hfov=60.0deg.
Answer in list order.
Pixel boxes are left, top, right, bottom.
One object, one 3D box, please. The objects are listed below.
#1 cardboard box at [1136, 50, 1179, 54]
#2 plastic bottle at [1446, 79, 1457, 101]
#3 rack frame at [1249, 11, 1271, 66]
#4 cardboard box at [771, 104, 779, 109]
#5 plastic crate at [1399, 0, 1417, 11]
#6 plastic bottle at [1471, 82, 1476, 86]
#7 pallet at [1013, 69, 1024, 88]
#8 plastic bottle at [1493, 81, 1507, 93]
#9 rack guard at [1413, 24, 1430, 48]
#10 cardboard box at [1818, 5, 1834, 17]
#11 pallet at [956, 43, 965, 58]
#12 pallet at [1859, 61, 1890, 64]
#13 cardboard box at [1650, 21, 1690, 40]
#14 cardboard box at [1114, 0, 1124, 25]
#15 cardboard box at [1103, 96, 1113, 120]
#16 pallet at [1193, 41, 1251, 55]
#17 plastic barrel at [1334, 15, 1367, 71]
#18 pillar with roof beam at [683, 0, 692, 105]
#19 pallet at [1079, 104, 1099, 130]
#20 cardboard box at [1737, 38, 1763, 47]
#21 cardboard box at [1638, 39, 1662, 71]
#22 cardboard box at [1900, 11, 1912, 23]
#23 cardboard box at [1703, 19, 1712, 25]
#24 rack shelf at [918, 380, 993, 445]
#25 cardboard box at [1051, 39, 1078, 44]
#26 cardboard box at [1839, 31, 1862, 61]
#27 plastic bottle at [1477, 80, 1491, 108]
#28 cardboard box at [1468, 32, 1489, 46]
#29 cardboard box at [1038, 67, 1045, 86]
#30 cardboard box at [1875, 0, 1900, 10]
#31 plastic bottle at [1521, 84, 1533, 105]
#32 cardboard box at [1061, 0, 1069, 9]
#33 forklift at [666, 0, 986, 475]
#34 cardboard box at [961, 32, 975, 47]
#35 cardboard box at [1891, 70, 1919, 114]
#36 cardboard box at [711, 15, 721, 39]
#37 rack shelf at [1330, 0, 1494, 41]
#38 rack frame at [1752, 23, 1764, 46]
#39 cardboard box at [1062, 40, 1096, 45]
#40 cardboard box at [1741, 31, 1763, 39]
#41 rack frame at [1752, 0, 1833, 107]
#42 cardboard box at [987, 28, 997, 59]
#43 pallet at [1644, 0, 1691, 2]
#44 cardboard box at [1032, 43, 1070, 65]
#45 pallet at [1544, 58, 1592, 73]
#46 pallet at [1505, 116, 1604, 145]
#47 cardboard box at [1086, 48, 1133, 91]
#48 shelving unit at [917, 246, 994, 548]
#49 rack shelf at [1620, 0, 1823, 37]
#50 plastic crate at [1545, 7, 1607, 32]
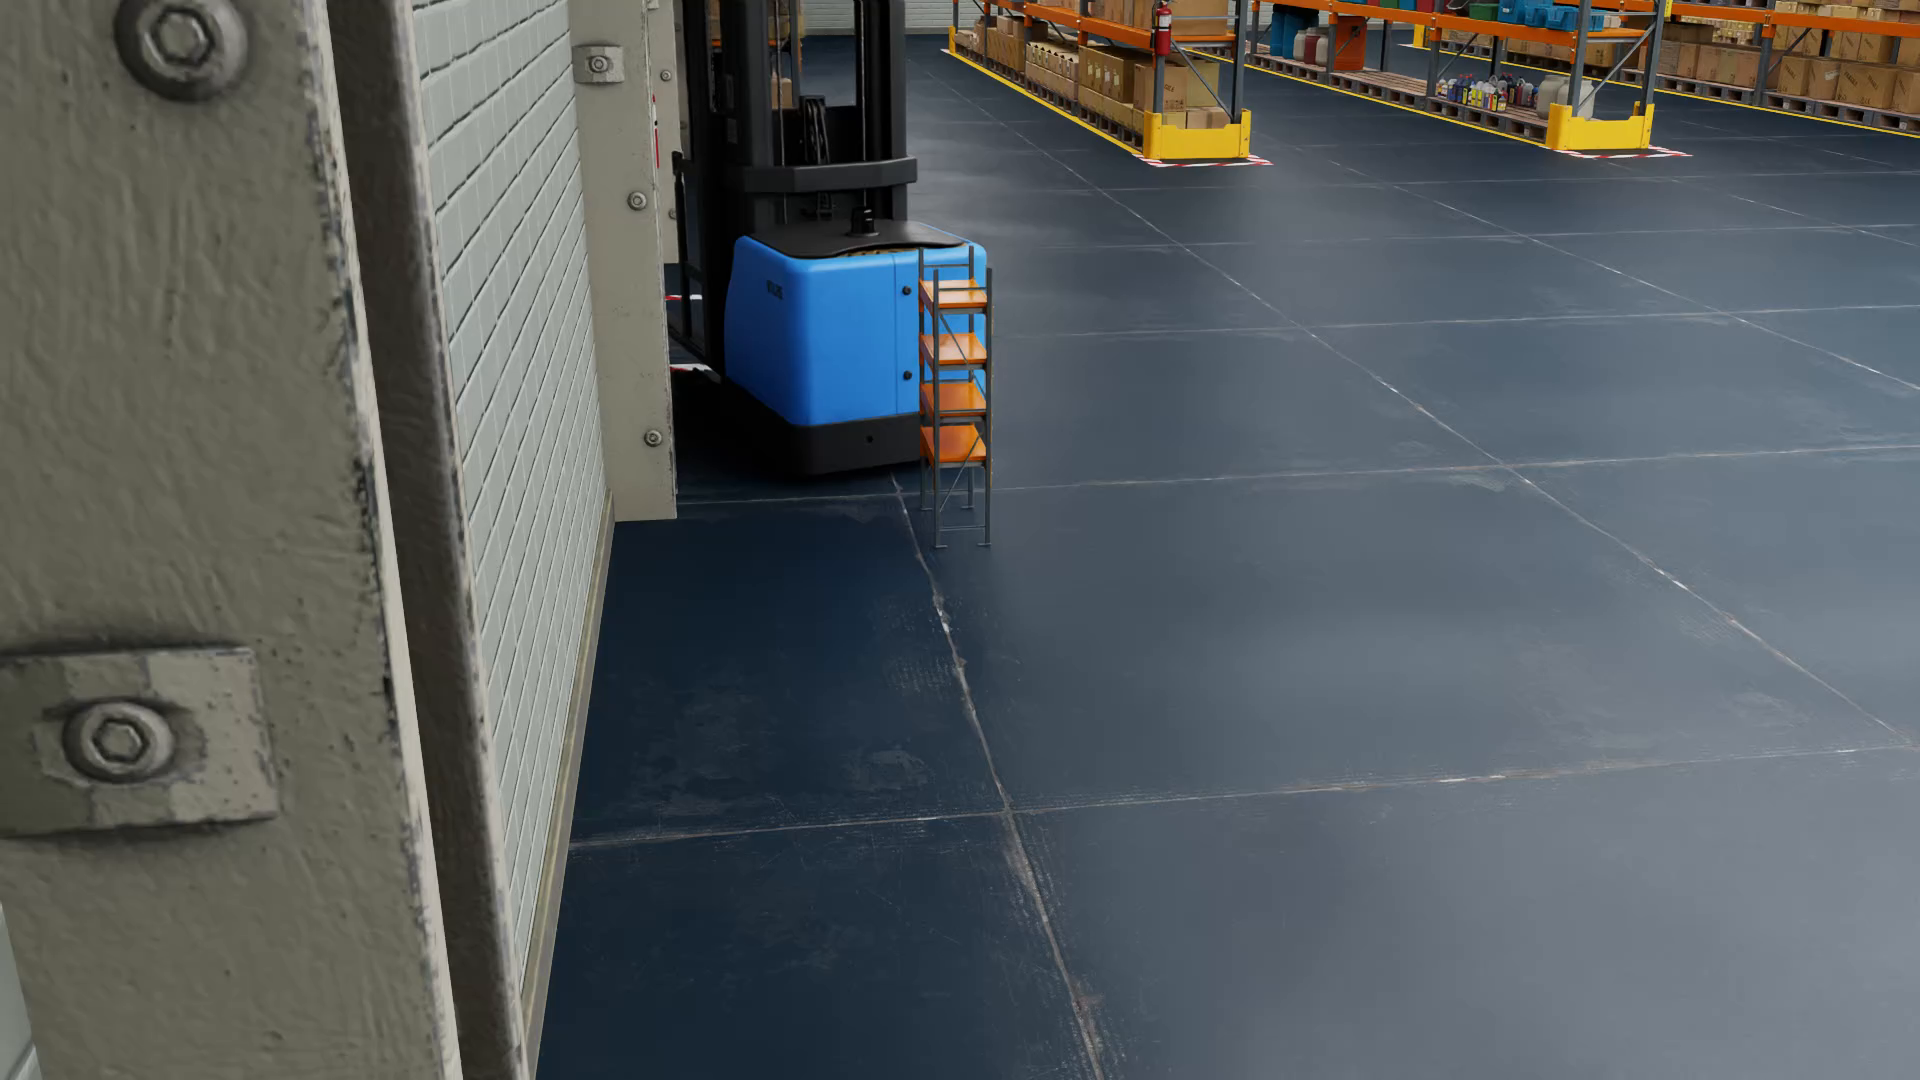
[{"bbox_3d":[2.515,-5.919,21.033,0.500,0.500,0.500,-3,21,-8],"label":"cardboard box"},{"bbox_3d":[6.683,-6.090,22.500,0.152,0.276,0.135,-2,21,-6],"label":"plastic bottle"},{"bbox_3d":[5.844,-10.173,30.167,1.000,3.000,0.127,-3,21,-8],"label":"rack frame"},{"bbox_3d":[-2.322,-4.907,19.281,0.500,0.311,0.500,-1,21,-3],"label":"cardboard box"},{"bbox_3d":[6.531,-7.762,23.734,0.392,0.384,0.575,-3,21,-8],"label":"plastic crate"},{"bbox_3d":[6.844,-5.987,22.229,0.097,0.271,0.097,0,20,0],"label":"plastic bottle"},{"bbox_3d":[1.448,-7.494,26.979,1.003,0.211,1.213,-3,21,-8],"label":"pallet"},{"bbox_3d":[7.260,-6.042,22.371,0.152,0.276,0.135,-3,21,-8],"label":"plastic bottle"},{"bbox_3d":[10.165,-10.645,35.003,1.175,0.500,0.348,-3,21,-8],"label":"rack guard"},{"bbox_3d":[11.759,-7.099,22.294,0.380,0.149,0.250,-3,21,-8],"label":"cardboard box"},{"bbox_3d":[0.492,-9.701,32.888,1.003,0.211,1.213,-3,21,-8],"label":"pallet"},{"bbox_3d":[16.134,-8.218,28.916,1.003,0.211,1.213,-3,21,-8],"label":"pallet"},{"bbox_3d":[11.448,-8.194,26.740,0.500,0.250,0.500,-2,21,-6],"label":"cardboard box"},{"bbox_3d":[2.316,-6.692,20.704,0.700,0.500,0.500,-3,21,-7],"label":"cardboard box"},{"bbox_3d":[2.074,-5.368,20.631,0.500,0.250,0.500,-3,21,-8],"label":"cardboard box"},{"bbox_3d":[5.348,-9.964,33.593,1.003,0.211,1.213,-3,21,-8],"label":"pallet"},{"bbox_3d":[6.333,-8.137,27.216,0.600,0.830,0.708,-3,21,-8],"label":"plastic barrel"},{"bbox_3d":[0.209,-10.822,23.331,9.100,9.000,0.400,-3,21,-8],"label":"pillar with roof beam"},{"bbox_3d":[2.168,-5.571,21.830,1.003,0.211,1.213,-3,21,-8],"label":"pallet"},{"bbox_3d":[15.275,-9.618,32.155,0.380,0.149,0.250,-3,21,-7],"label":"cardboard box"},{"bbox_3d":[11.438,-7.842,26.870,0.700,0.500,0.500,-4,21,-11],"label":"cardboard box"},{"bbox_3d":[12.092,-6.585,20.920,0.380,0.149,0.250,-3,21,-8],"label":"cardboard box"},{"bbox_3d":[15.099,-10.336,33.227,0.380,0.149,0.250,-4,21,-10],"label":"cardboard box"},{"bbox_3d":[-0.024,-0.556,7.183,0.258,0.148,0.480,-3,21,-8],"label":"rack shelf"},{"bbox_3d":[1.736,-7.747,26.614,0.500,0.500,0.500,-2,21,-5],"label":"cardboard box"},{"bbox_3d":[15.820,-8.674,29.124,0.500,0.500,0.500,-2,21,-6],"label":"cardboard box"},{"bbox_3d":[6.818,-5.791,21.592,0.144,0.351,0.185,-2,21,-6],"label":"plastic bottle"},{"bbox_3d":[10.600,-10.169,32.591,0.875,0.875,0.875,-3,21,-8],"label":"cardboard box"},{"bbox_3d":[1.458,-6.899,24.729,0.500,0.250,0.500,-3,21,-9],"label":"cardboard box"},{"bbox_3d":[12.203,-6.989,21.072,0.875,0.500,0.500,-3,21,-8],"label":"cardboard box"},{"bbox_3d":[7.469,-5.890,21.964,0.152,0.276,0.135,-3,21,-7],"label":"plastic bottle"},{"bbox_3d":[1.777,-8.006,24.223,0.500,0.500,0.500,-4,21,-11],"label":"cardboard box"},{"bbox_3d":[-0.945,-2.154,8.793,1.130,2.935,3.031,-9,22,-24],"label":"forklift"},{"bbox_3d":[0.307,-9.679,32.144,0.500,0.250,0.500,-3,21,-8],"label":"cardboard box"},{"bbox_3d":[12.282,-5.716,21.206,0.500,0.500,0.500,2,21,6],"label":"cardboard box"},{"bbox_3d":[-2.489,-5.610,18.135,0.500,0.250,0.500,-3,21,-7],"label":"cardboard box"},{"bbox_3d":[6.709,-7.759,24.731,1.077,0.370,4.000,-3,21,-8],"label":"rack shelf"},{"bbox_3d":[15.668,-10.638,31.412,1.000,3.000,0.127,-3,21,-8],"label":"rack frame"},{"bbox_3d":[1.838,-7.542,25.651,0.500,0.311,0.500,-2,21,-6],"label":"cardboard box"},{"bbox_3d":[15.308,-9.732,32.034,0.380,0.149,0.250,-3,21,-7],"label":"cardboard box"},{"bbox_3d":[11.899,-7.653,23.420,1.000,3.000,0.127,-3,21,-8],"label":"rack frame"},{"bbox_3d":[0.771,-8.780,29.381,0.500,0.500,0.500,-4,21,-10],"label":"cardboard box"},{"bbox_3d":[11.530,-8.707,26.515,1.213,0.211,1.003,-3,21,-8],"label":"pallet"},{"bbox_3d":[1.388,-7.333,25.092,0.500,0.311,0.500,-3,21,-9],"label":"cardboard box"},{"bbox_3d":[11.110,-8.430,29.485,1.003,0.211,1.213,-3,21,-8],"label":"pallet"},{"bbox_3d":[7.405,-5.018,20.349,1.003,0.211,1.213,-3,21,-8],"label":"pallet"},{"bbox_3d":[1.932,-6.066,21.427,0.500,0.500,0.500,-3,21,-8],"label":"cardboard box"},{"bbox_3d":[-0.024,-0.619,7.160,0.258,1.200,0.503,-3,21,-8],"label":"shelving unit"},{"bbox_3d":[11.610,-8.009,25.400,1.077,0.370,4.000,-3,21,-8],"label":"rack shelf"},{"bbox_3d":[7.206,-6.107,19.492,0.499,0.251,0.616,-3,21,-8],"label":"plastic crate"}]
